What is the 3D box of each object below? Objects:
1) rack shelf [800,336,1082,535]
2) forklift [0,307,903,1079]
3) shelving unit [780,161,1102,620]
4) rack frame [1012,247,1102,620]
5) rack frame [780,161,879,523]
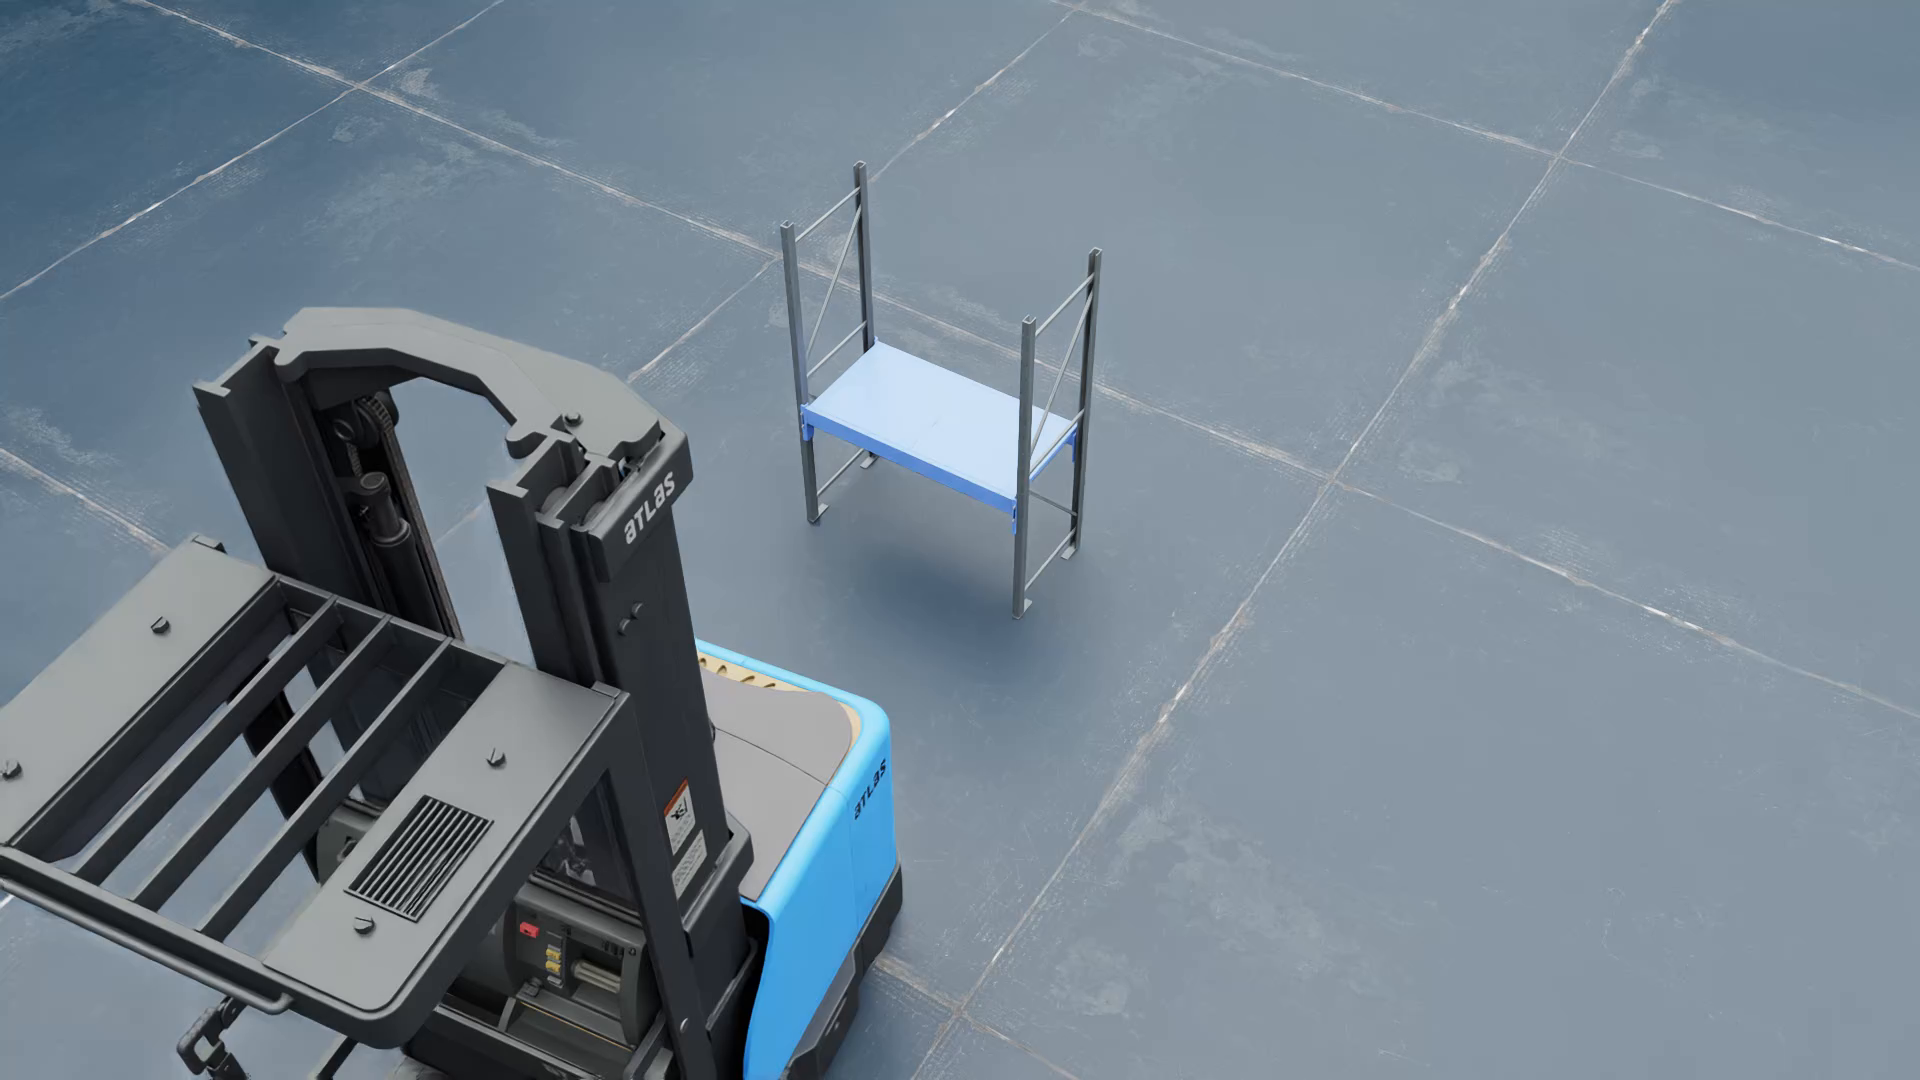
[{"bbox_3d":[-0.072,-0.430,6.595,1.000,0.185,0.538,25,51,22],"label":"rack shelf"},{"bbox_3d":[-1.256,1.055,3.903,1.130,2.935,3.031,18,48,16],"label":"forklift"},{"bbox_3d":[-0.072,-0.556,6.466,1.048,1.500,0.538,25,51,22],"label":"shelving unit"},{"bbox_3d":[0.356,-0.359,6.275,0.032,1.500,0.500,25,51,22],"label":"rack frame"},{"bbox_3d":[-0.500,-0.753,6.657,0.032,1.500,0.500,25,51,22],"label":"rack frame"}]
